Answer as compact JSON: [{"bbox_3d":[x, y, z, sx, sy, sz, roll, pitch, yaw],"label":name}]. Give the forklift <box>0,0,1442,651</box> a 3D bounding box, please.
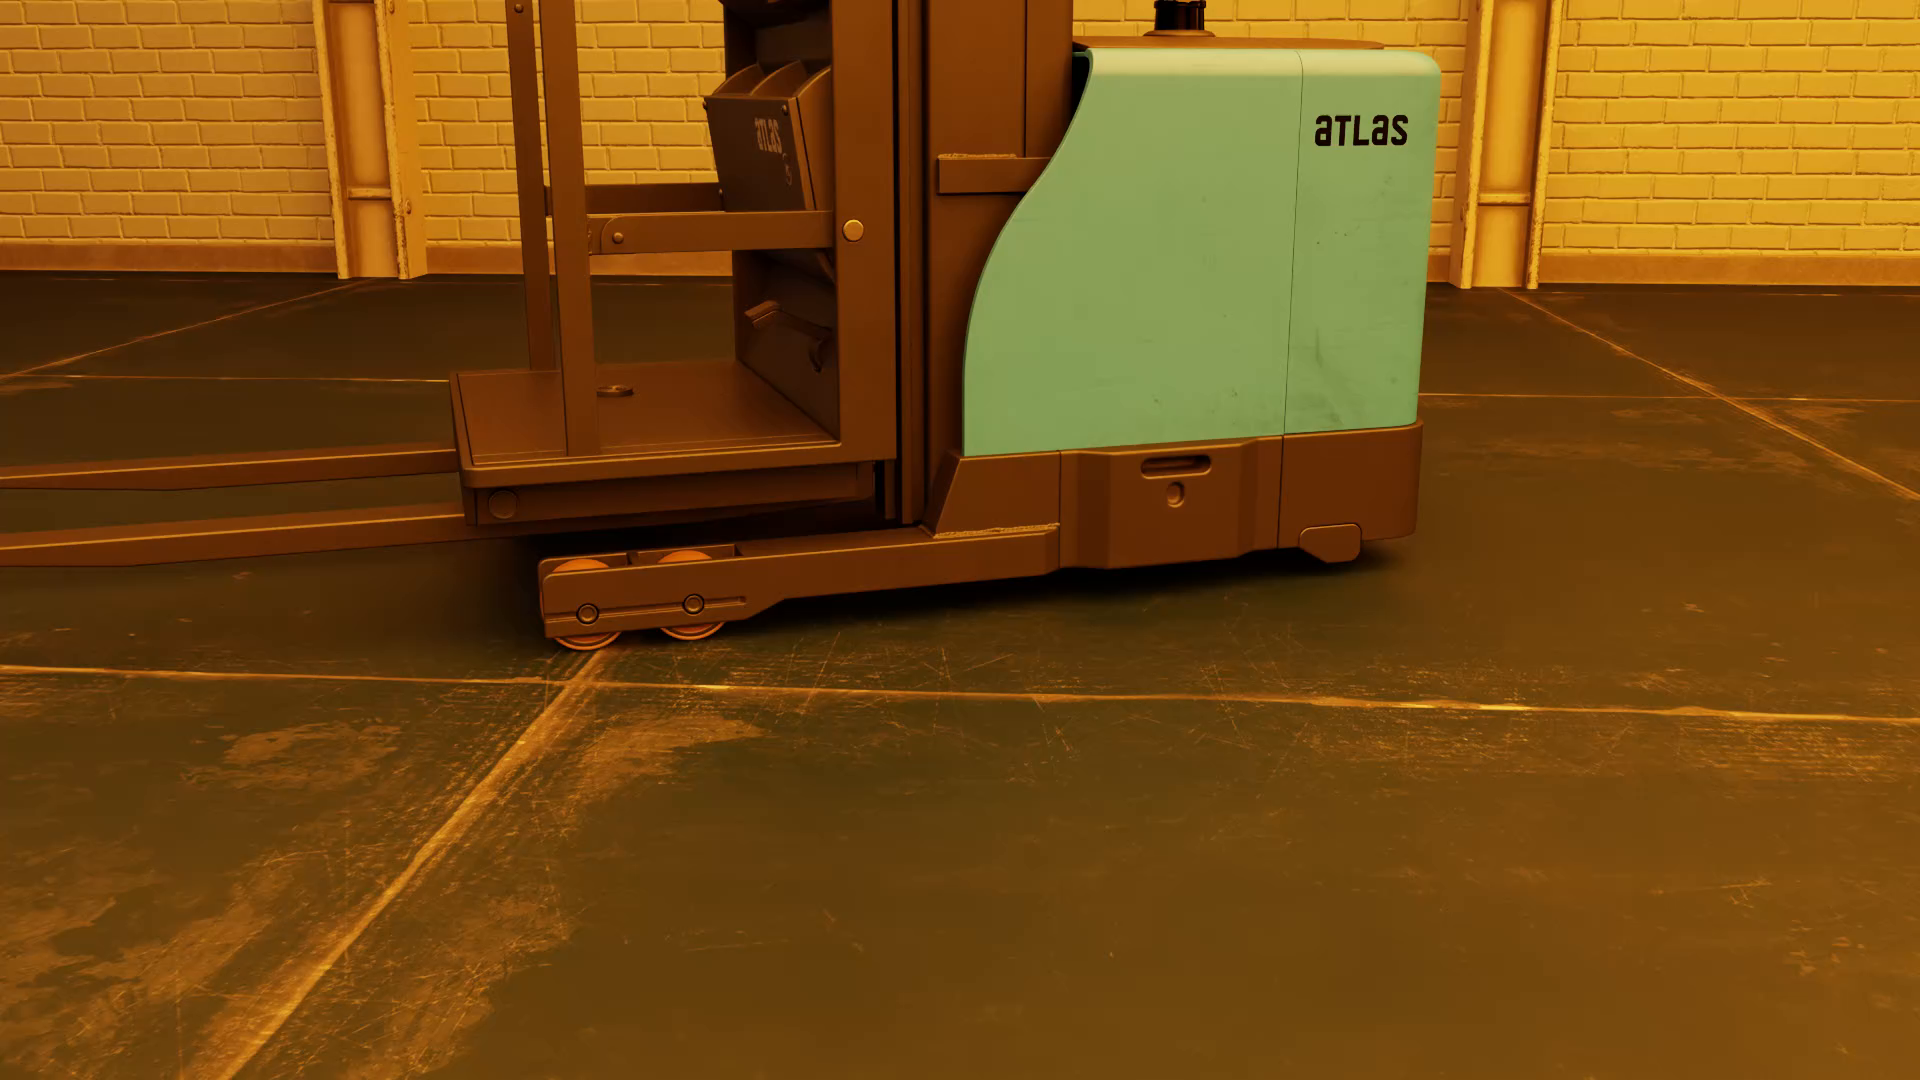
[{"bbox_3d":[-0.580,-1.366,3.251,3.031,2.935,1.130,-5,16,-17],"label":"forklift"}]
